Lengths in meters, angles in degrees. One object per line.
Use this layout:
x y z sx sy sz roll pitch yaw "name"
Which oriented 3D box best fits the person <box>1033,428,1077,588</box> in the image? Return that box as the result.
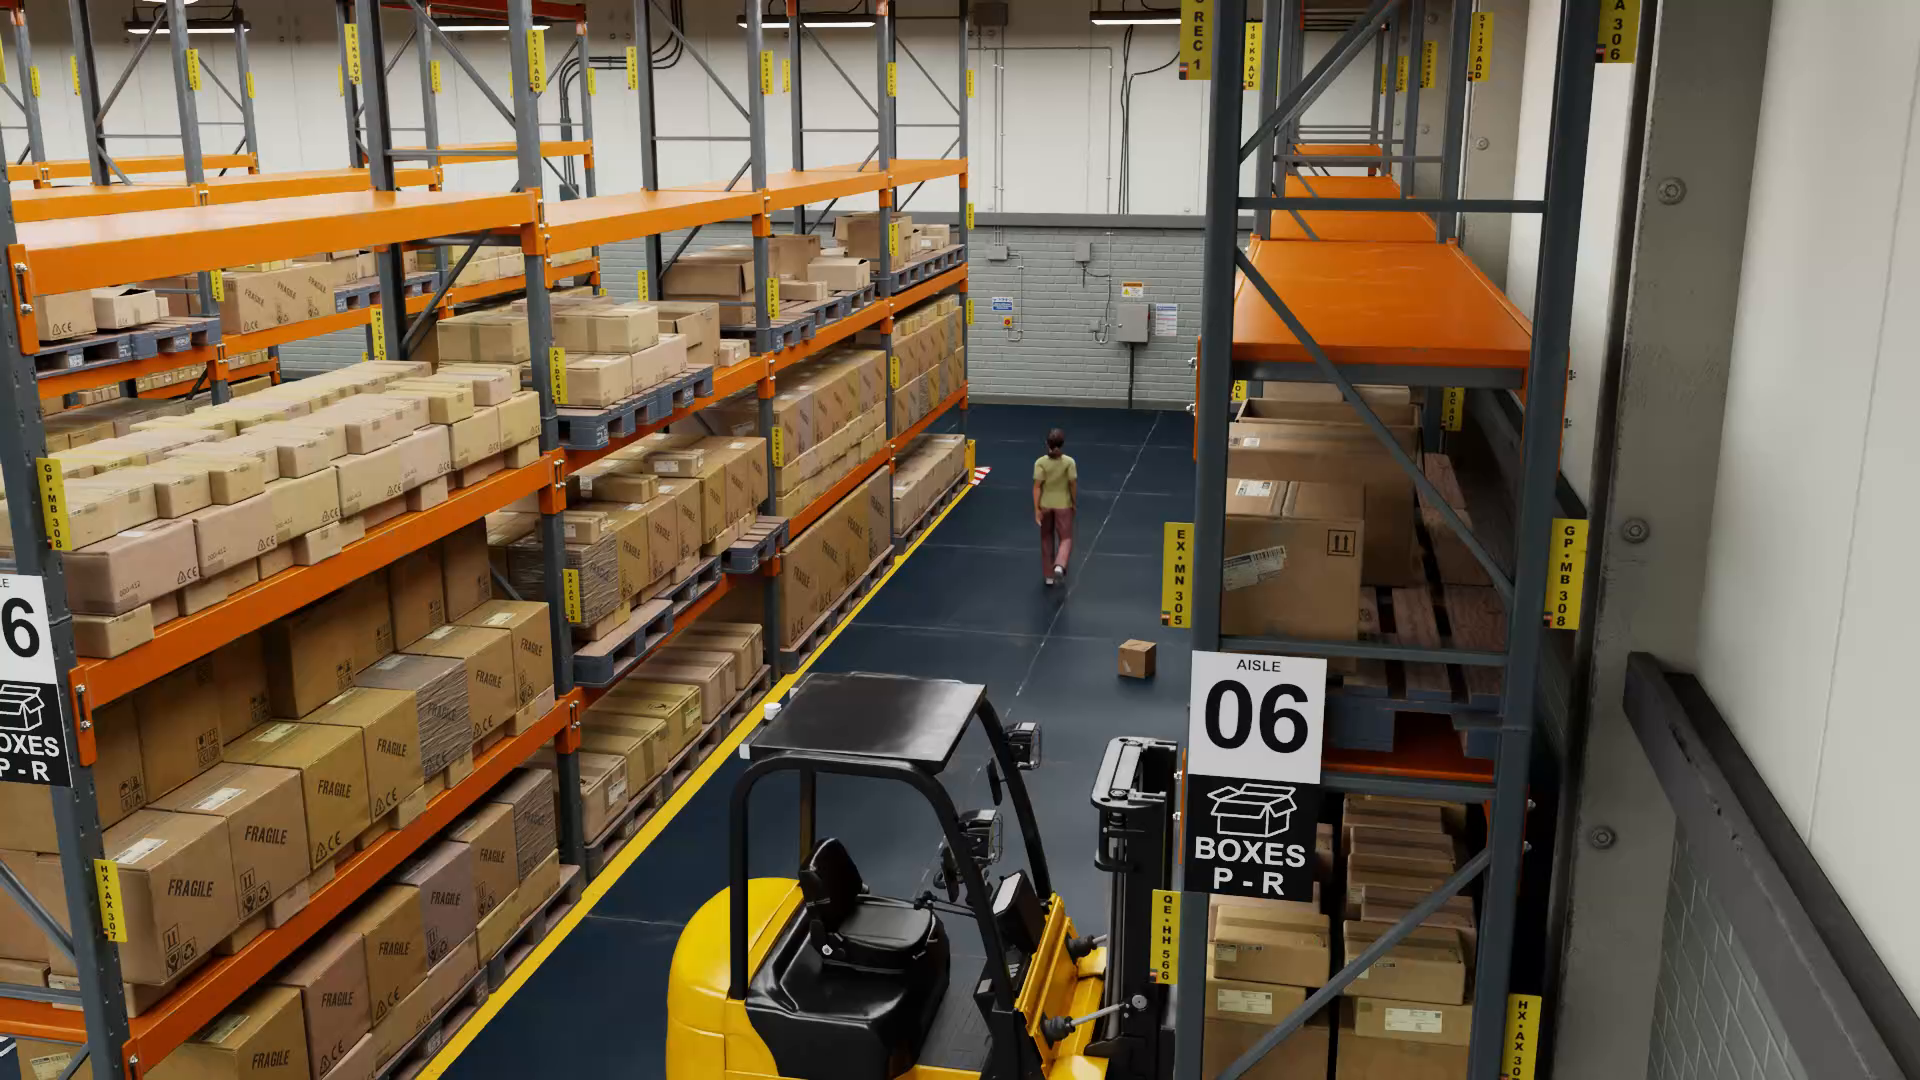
0.951 -0.311 16.659 0.438 1.642 0.821 2 15 8 "person"
